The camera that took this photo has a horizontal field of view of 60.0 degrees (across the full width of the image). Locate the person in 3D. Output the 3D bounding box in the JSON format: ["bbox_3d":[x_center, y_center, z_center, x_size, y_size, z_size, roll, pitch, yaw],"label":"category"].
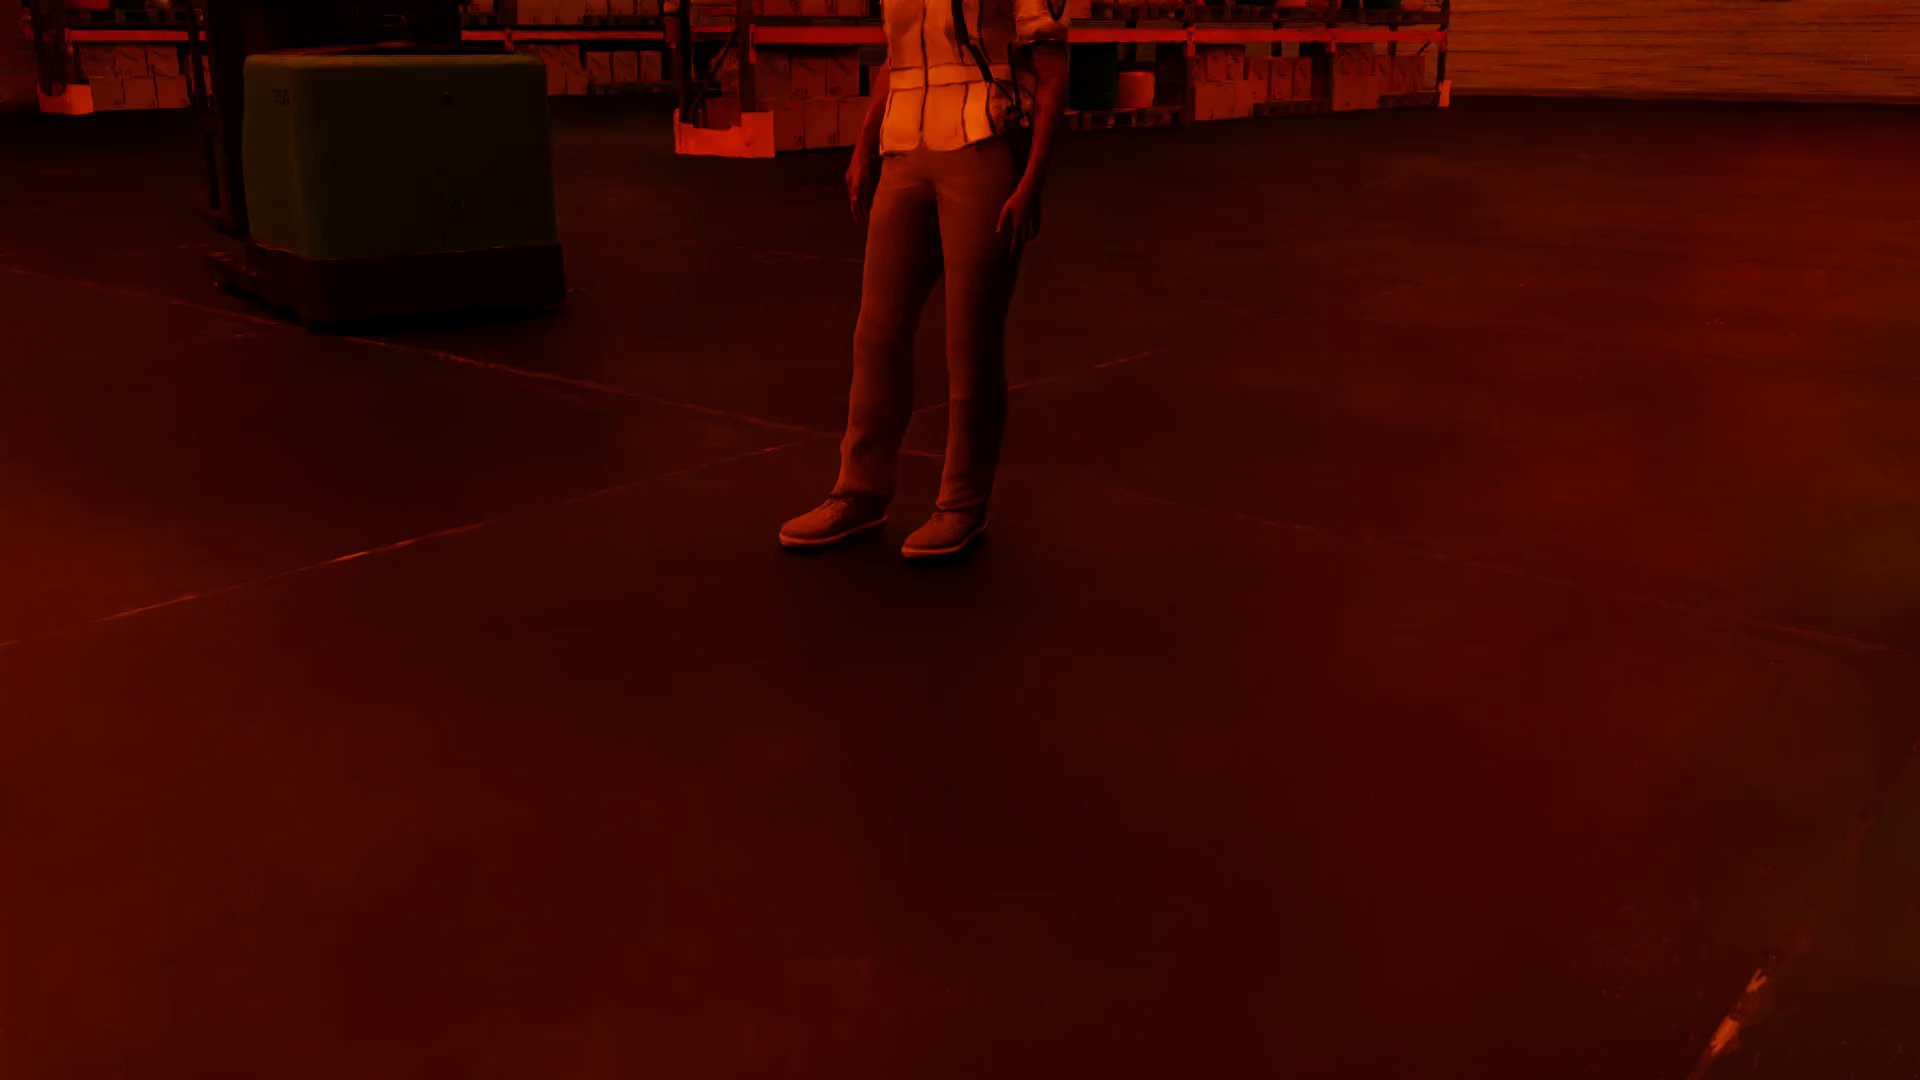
[{"bbox_3d":[-0.063,-0.805,3.650,0.570,1.695,0.529,13,21,37],"label":"person"}]

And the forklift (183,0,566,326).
[{"bbox_3d":[-2.940,-2.630,7.558,1.130,2.935,3.031,-12,20,-33],"label":"forklift"}]
